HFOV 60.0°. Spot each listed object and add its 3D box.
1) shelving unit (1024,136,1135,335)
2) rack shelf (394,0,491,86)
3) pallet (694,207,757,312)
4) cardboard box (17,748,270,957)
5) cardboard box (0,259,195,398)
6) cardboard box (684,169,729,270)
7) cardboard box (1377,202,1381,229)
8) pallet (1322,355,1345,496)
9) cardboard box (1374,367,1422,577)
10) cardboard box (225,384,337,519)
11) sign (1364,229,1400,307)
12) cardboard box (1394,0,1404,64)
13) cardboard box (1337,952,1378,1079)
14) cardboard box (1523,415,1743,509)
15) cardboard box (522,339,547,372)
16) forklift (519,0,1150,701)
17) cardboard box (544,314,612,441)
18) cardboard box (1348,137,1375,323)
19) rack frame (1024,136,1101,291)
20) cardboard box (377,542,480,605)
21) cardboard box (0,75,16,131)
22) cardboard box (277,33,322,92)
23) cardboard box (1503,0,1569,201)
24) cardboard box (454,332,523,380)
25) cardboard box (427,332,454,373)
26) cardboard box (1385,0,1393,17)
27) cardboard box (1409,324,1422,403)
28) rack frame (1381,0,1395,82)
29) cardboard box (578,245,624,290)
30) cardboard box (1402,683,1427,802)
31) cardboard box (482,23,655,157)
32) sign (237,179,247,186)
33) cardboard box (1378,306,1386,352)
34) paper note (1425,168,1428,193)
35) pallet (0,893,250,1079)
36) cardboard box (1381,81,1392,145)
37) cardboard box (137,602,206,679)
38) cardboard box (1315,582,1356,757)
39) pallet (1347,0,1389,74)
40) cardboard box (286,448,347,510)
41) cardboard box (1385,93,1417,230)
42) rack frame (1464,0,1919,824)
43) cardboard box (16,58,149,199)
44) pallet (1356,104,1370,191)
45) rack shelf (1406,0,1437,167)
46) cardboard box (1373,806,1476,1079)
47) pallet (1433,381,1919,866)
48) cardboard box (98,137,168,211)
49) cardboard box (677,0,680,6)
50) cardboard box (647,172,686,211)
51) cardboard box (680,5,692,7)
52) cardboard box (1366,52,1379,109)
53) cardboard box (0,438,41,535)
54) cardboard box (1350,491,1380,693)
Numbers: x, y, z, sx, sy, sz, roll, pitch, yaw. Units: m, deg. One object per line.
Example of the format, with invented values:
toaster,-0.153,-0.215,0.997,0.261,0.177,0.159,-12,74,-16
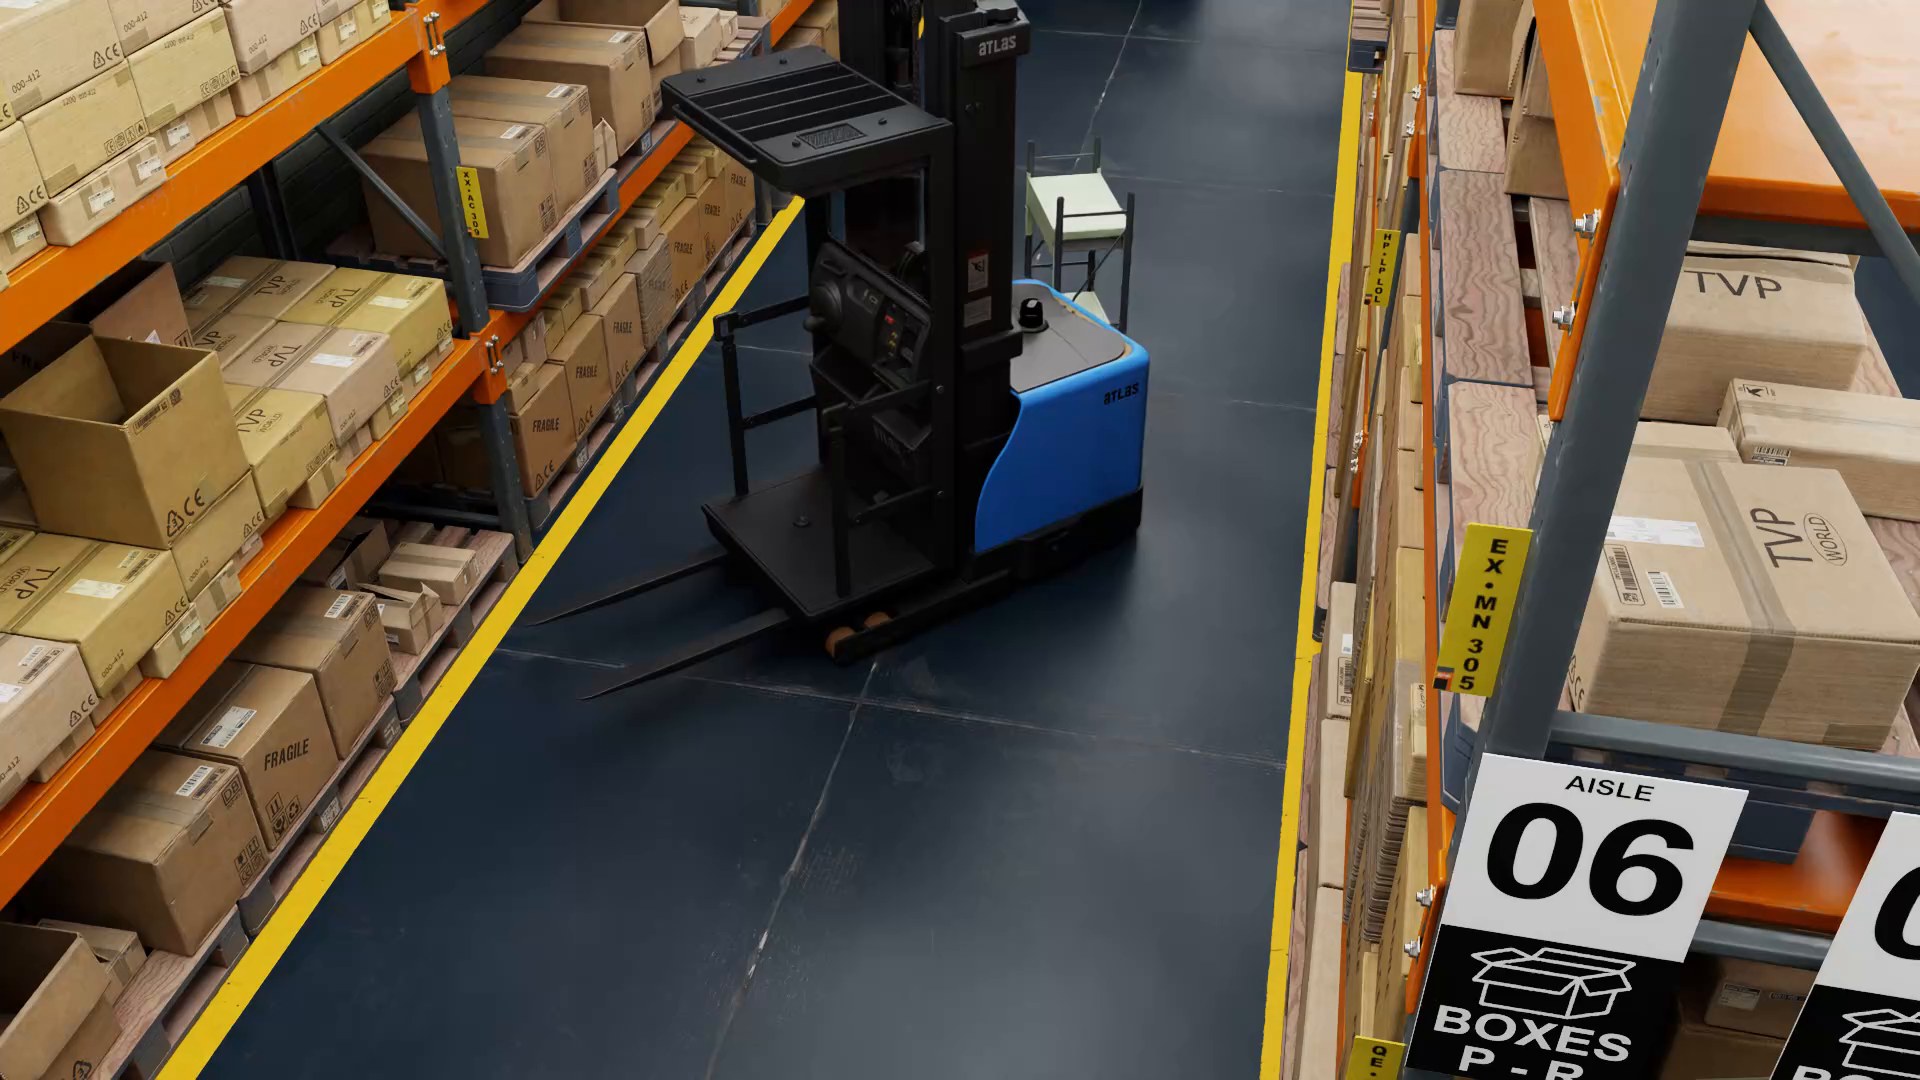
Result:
shelving unit,0.623,-1.338,9.088,0.431,1.500,0.755,-6,36,-8
rack shelf,-2.235,-3.253,8.510,1.077,0.370,4.000,7,37,10
pallet,-2.004,-1.924,10.996,1.003,0.211,1.213,7,37,10
cardboard box,-3.073,1.128,6.180,0.700,0.500,0.500,9,37,12
cardboard box,-3.240,-0.727,6.202,0.500,0.500,0.500,6,36,9
cardboard box,-1.805,-2.080,10.606,0.500,0.500,0.500,7,36,9
cardboard box,2.380,-1.667,8.392,0.500,0.250,0.500,7,37,10
pallet,2.537,-0.588,9.151,1.003,0.211,1.213,7,37,10
cardboard box,1.615,-0.185,5.282,0.500,0.500,0.500,8,37,11
cardboard box,-2.745,-0.347,6.318,0.500,0.250,0.500,7,37,10
sign,1.656,-1.063,6.511,0.100,0.325,0.005,7,37,10
cardboard box,2.601,-2.764,8.841,0.500,0.500,0.500,7,37,10
cardboard box,1.178,1.379,3.976,0.500,0.500,0.500,8,37,10
cardboard box,1.353,-0.113,3.336,0.380,0.149,0.250,5,36,6
cardboard box,-2.342,-0.945,8.487,0.380,0.149,0.250,6,36,9
forklift,-0.582,-0.971,7.363,3.031,2.935,1.130,-21,41,-27
cardboard box,-2.235,-0.897,8.974,0.500,0.500,0.500,7,36,9
cardboard box,2.813,-1.781,9.874,0.875,0.875,0.875,7,37,10
rack frame,0.563,-1.550,9.380,0.400,1.500,0.023,-6,36,-8
cardboard box,-2.494,0.157,7.819,0.380,0.149,0.250,6,36,9
cardboard box,-2.955,-1.169,4.469,0.500,0.250,0.500,7,36,9
cardboard box,-2.572,-1.760,6.051,0.380,0.149,0.250,8,37,12
cardboard box,1.931,-1.253,4.606,0.797,0.503,0.637,10,37,14
cardboard box,-2.385,-0.905,8.178,0.380,0.149,0.250,7,36,9
cardboard box,-2.484,-0.867,7.375,0.380,0.149,0.250,8,37,11
cardboard box,2.868,-3.483,10.074,0.500,0.500,0.500,6,36,9
cardboard box,1.616,-0.539,5.218,0.380,0.149,0.250,6,36,9
rack frame,3.042,-2.857,9.906,1.000,3.000,0.127,7,37,10
cardboard box,-2.108,-1.533,9.299,0.380,0.149,0.250,9,37,12
cardboard box,1.218,0.484,3.807,0.380,0.149,0.250,7,37,10
cardboard box,-2.062,-2.390,8.819,0.700,0.500,0.500,7,37,10
sign,-3.205,-1.720,7.351,0.100,0.325,0.005,7,37,10
cardboard box,2.044,-0.989,7.030,0.500,0.250,0.500,7,37,10
paper note,1.213,-0.934,4.335,0.006,0.032,0.123,7,37,10
pallet,-3.331,1.738,5.942,1.003,0.211,1.213,7,37,10
cardboard box,2.463,-2.159,8.644,0.500,0.250,0.500,7,37,10
cardboard box,-2.855,0.325,5.730,0.380,0.149,0.250,6,36,9
cardboard box,1.949,0.650,6.892,0.875,0.438,0.875,7,36,9
pallet,3.090,-3.201,10.544,1.213,0.211,1.003,7,37,10
cardboard box,-2.659,-0.266,6.546,0.380,0.149,0.250,7,36,9
cardboard box,2.141,-1.594,7.226,0.500,0.500,0.500,8,37,11
rack frame,1.333,-0.699,1.817,1.000,3.000,0.127,7,37,10
cardboard box,-2.857,-1.270,5.035,0.500,0.250,0.500,7,36,9
pallet,3.473,-2.873,12.304,1.003,0.211,1.213,7,37,10
rack shelf,2.615,-2.633,7.655,1.077,0.370,4.000,7,37,10
cardboard box,1.204,0.978,3.677,0.500,0.500,0.500,8,37,12
pallet,1.482,0.124,3.312,1.003,0.211,1.213,7,37,10
cardboard box,-2.750,-1.167,5.232,0.380,0.149,0.250,8,37,11
cardboard box,-2.070,-3.412,10.229,0.500,0.500,0.500,9,37,12
cardboard box,-1.894,-2.131,10.124,0.380,0.149,0.250,8,37,11
cardboard box,-1.962,-3.706,11.205,0.500,0.250,0.500,7,36,9
cardboard box,3.637,-3.542,12.733,0.950,0.372,0.625,10,37,13
cardboard box,-3.344,-0.126,6.012,0.500,0.250,0.500,7,37,10
cardboard box,1.608,0.204,5.597,0.500,0.500,0.500,8,37,10
